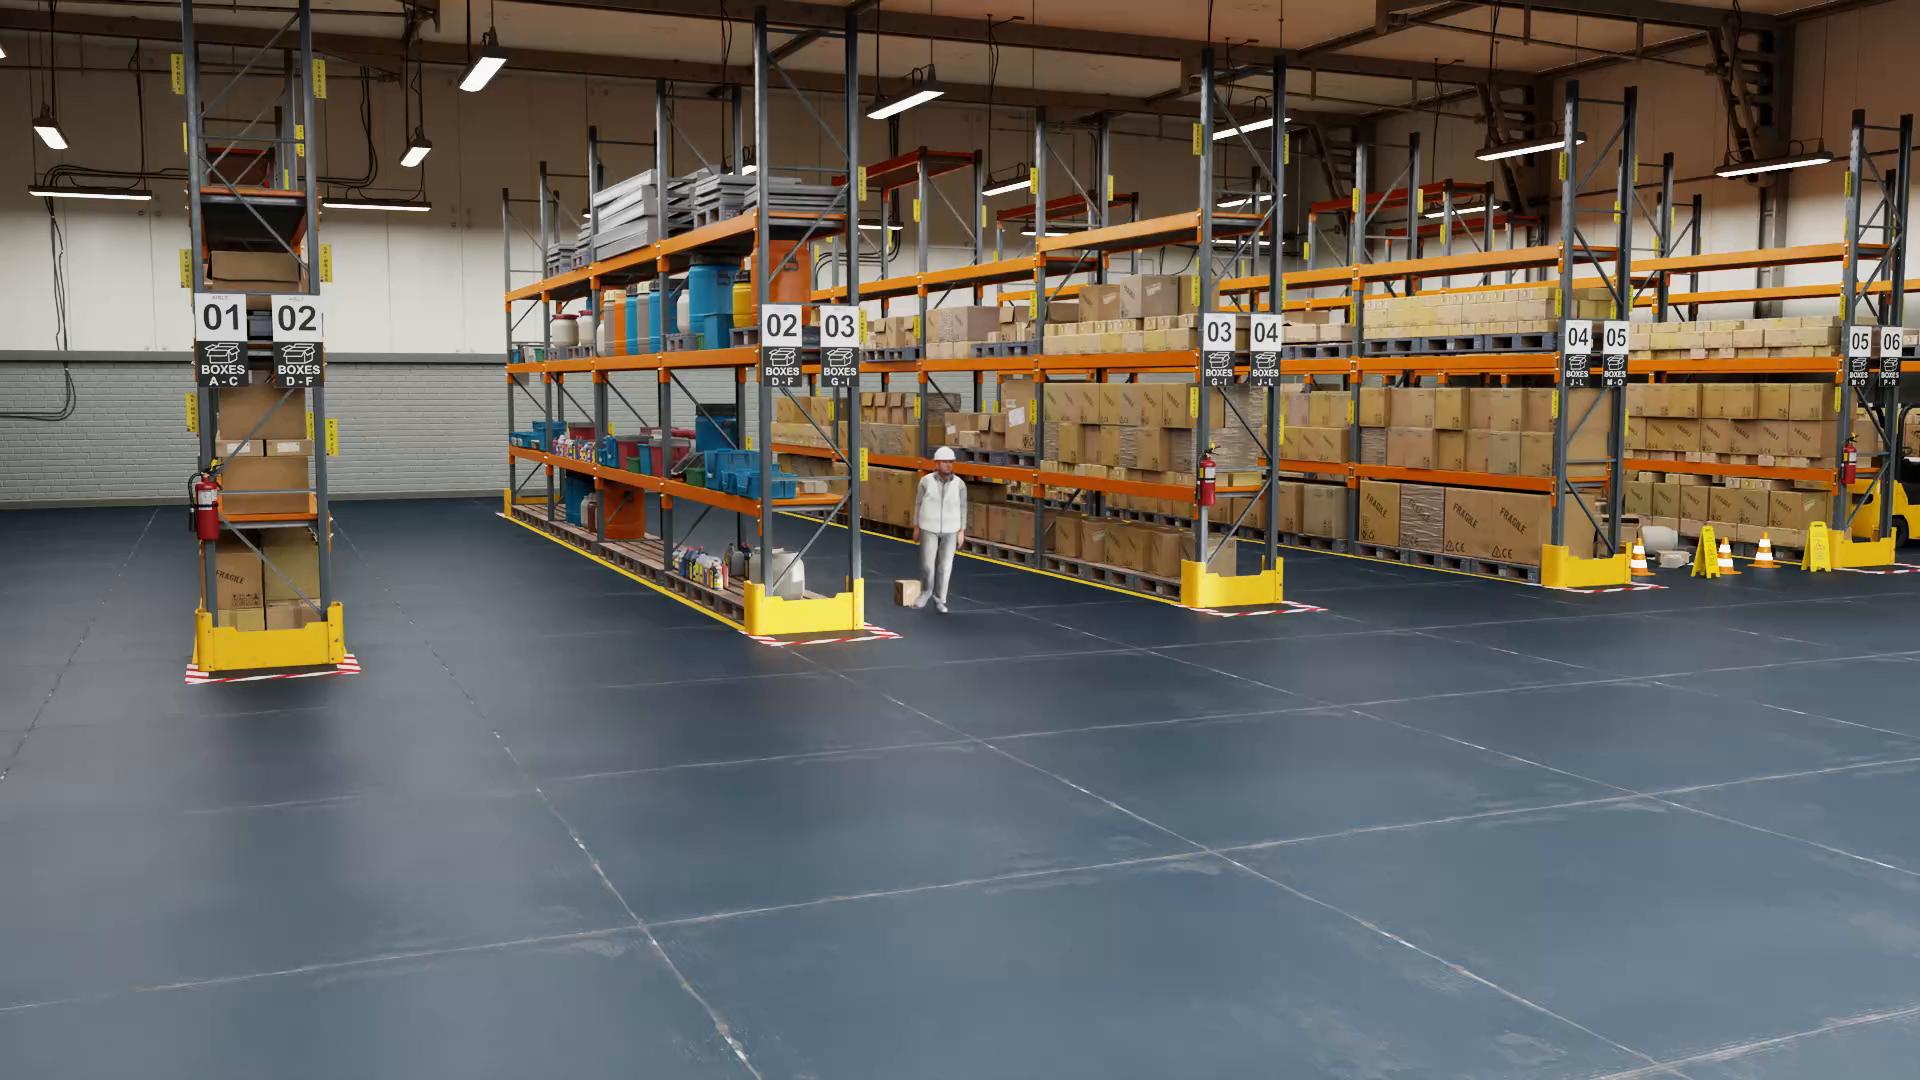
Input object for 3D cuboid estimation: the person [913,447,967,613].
[{"bbox_3d":[-0.203,-0.105,17.570,0.568,1.761,0.474,-1,5,-10],"label":"person"}]
